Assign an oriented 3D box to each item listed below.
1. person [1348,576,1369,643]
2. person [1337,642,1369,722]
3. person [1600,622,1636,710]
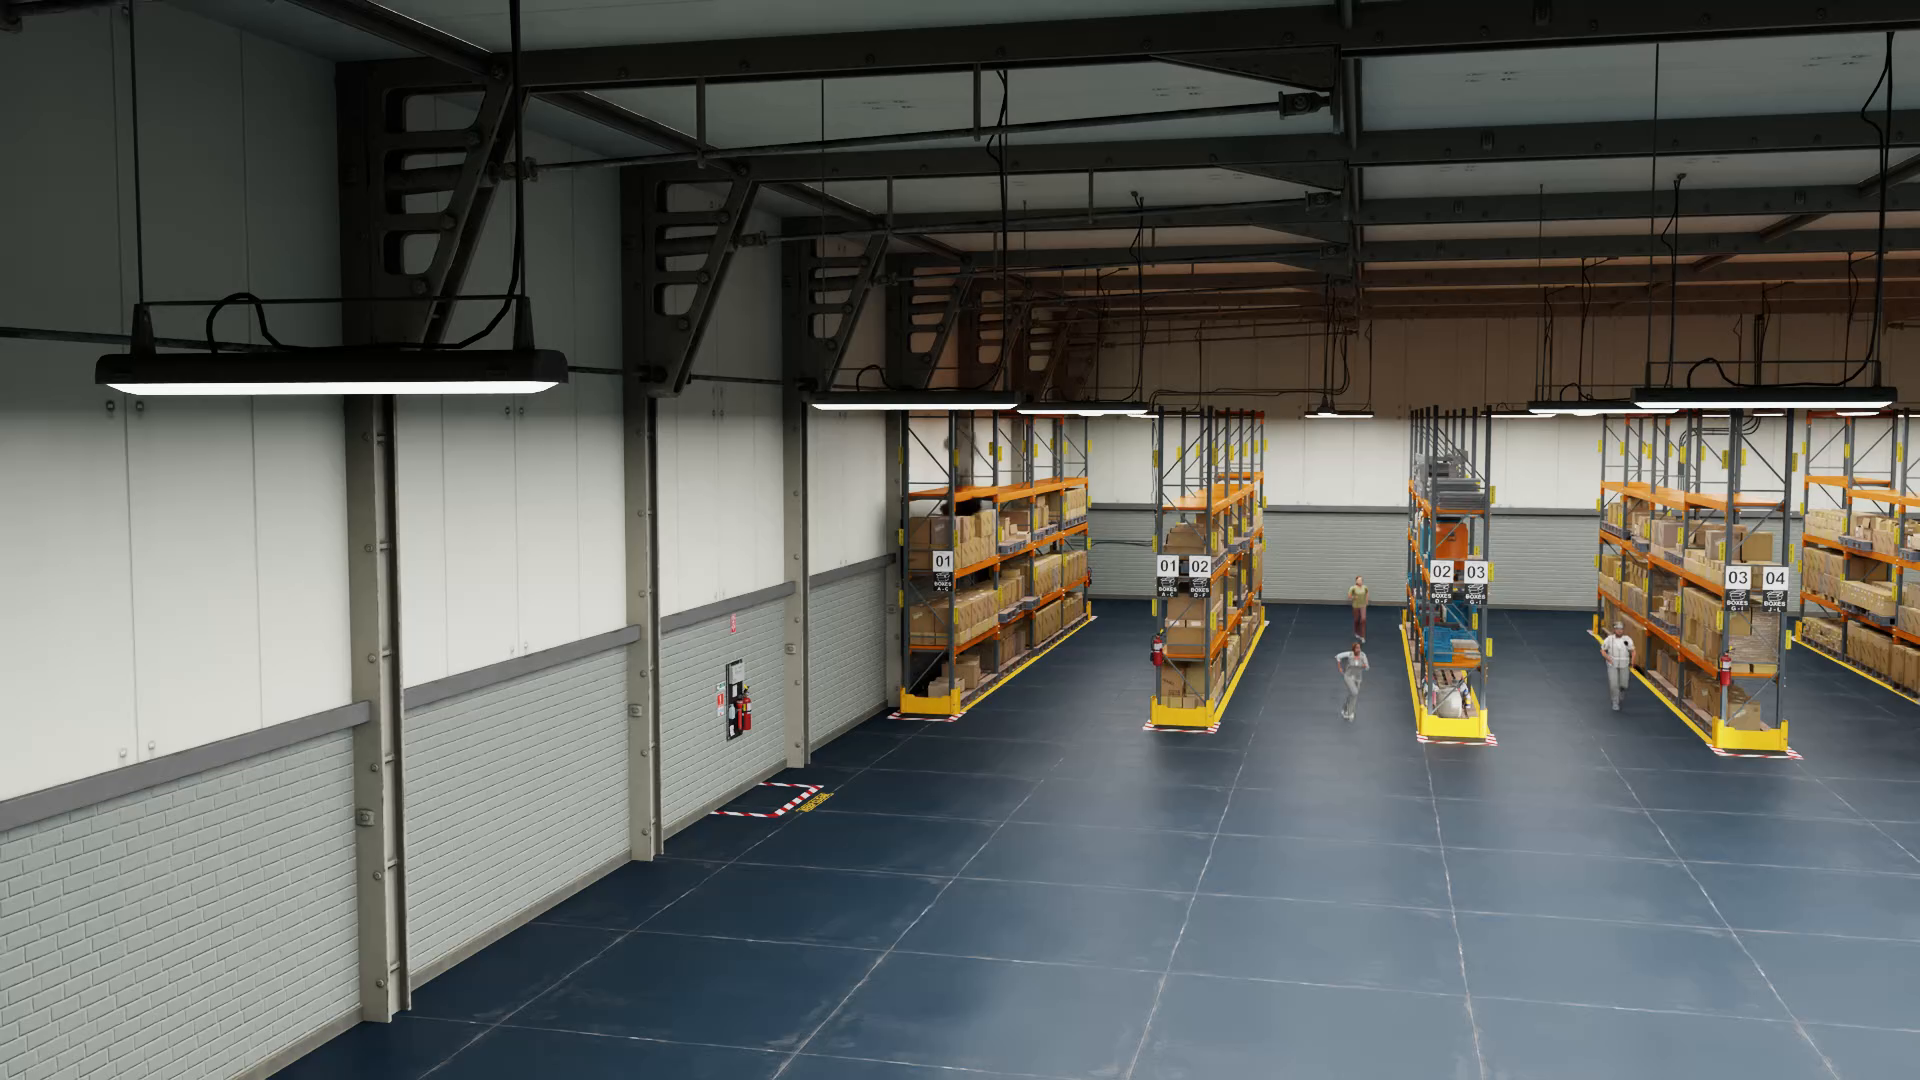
[{"bbox_3d":[10.361,1.780,43.235,0.565,1.714,0.806,1,4,9],"label":"person"},{"bbox_3d":[7.448,2.670,31.562,0.528,1.544,0.848,-1,4,-12],"label":"person"},{"bbox_3d":[13.111,2.490,33.135,0.665,1.741,0.603,1,4,16],"label":"person"}]
